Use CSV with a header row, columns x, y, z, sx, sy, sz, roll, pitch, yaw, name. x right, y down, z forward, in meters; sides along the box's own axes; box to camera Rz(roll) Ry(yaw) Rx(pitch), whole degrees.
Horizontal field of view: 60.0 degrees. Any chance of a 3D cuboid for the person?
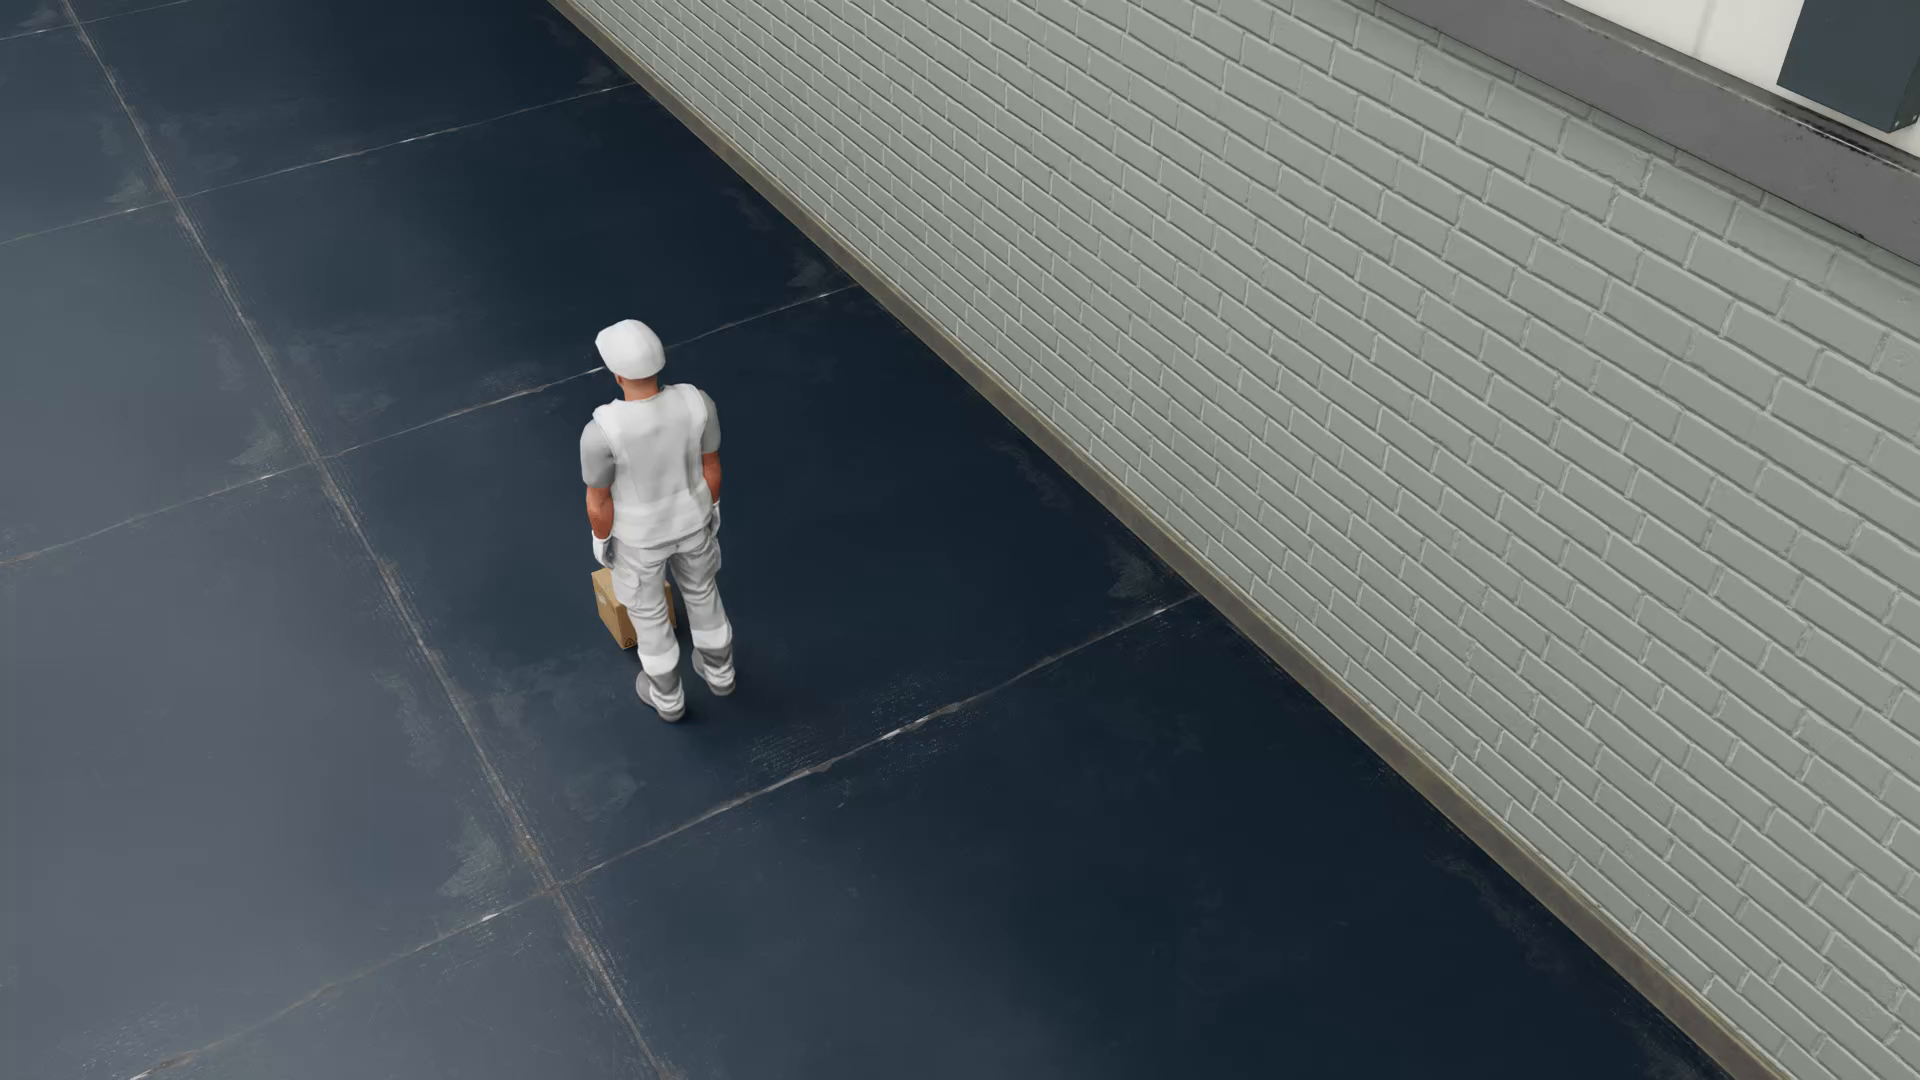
x,y,z,sx,sy,sz,roll,pitch,yaw,name
-1.128,-0.064,6.215,0.524,1.786,0.348,-21,45,-23,person
